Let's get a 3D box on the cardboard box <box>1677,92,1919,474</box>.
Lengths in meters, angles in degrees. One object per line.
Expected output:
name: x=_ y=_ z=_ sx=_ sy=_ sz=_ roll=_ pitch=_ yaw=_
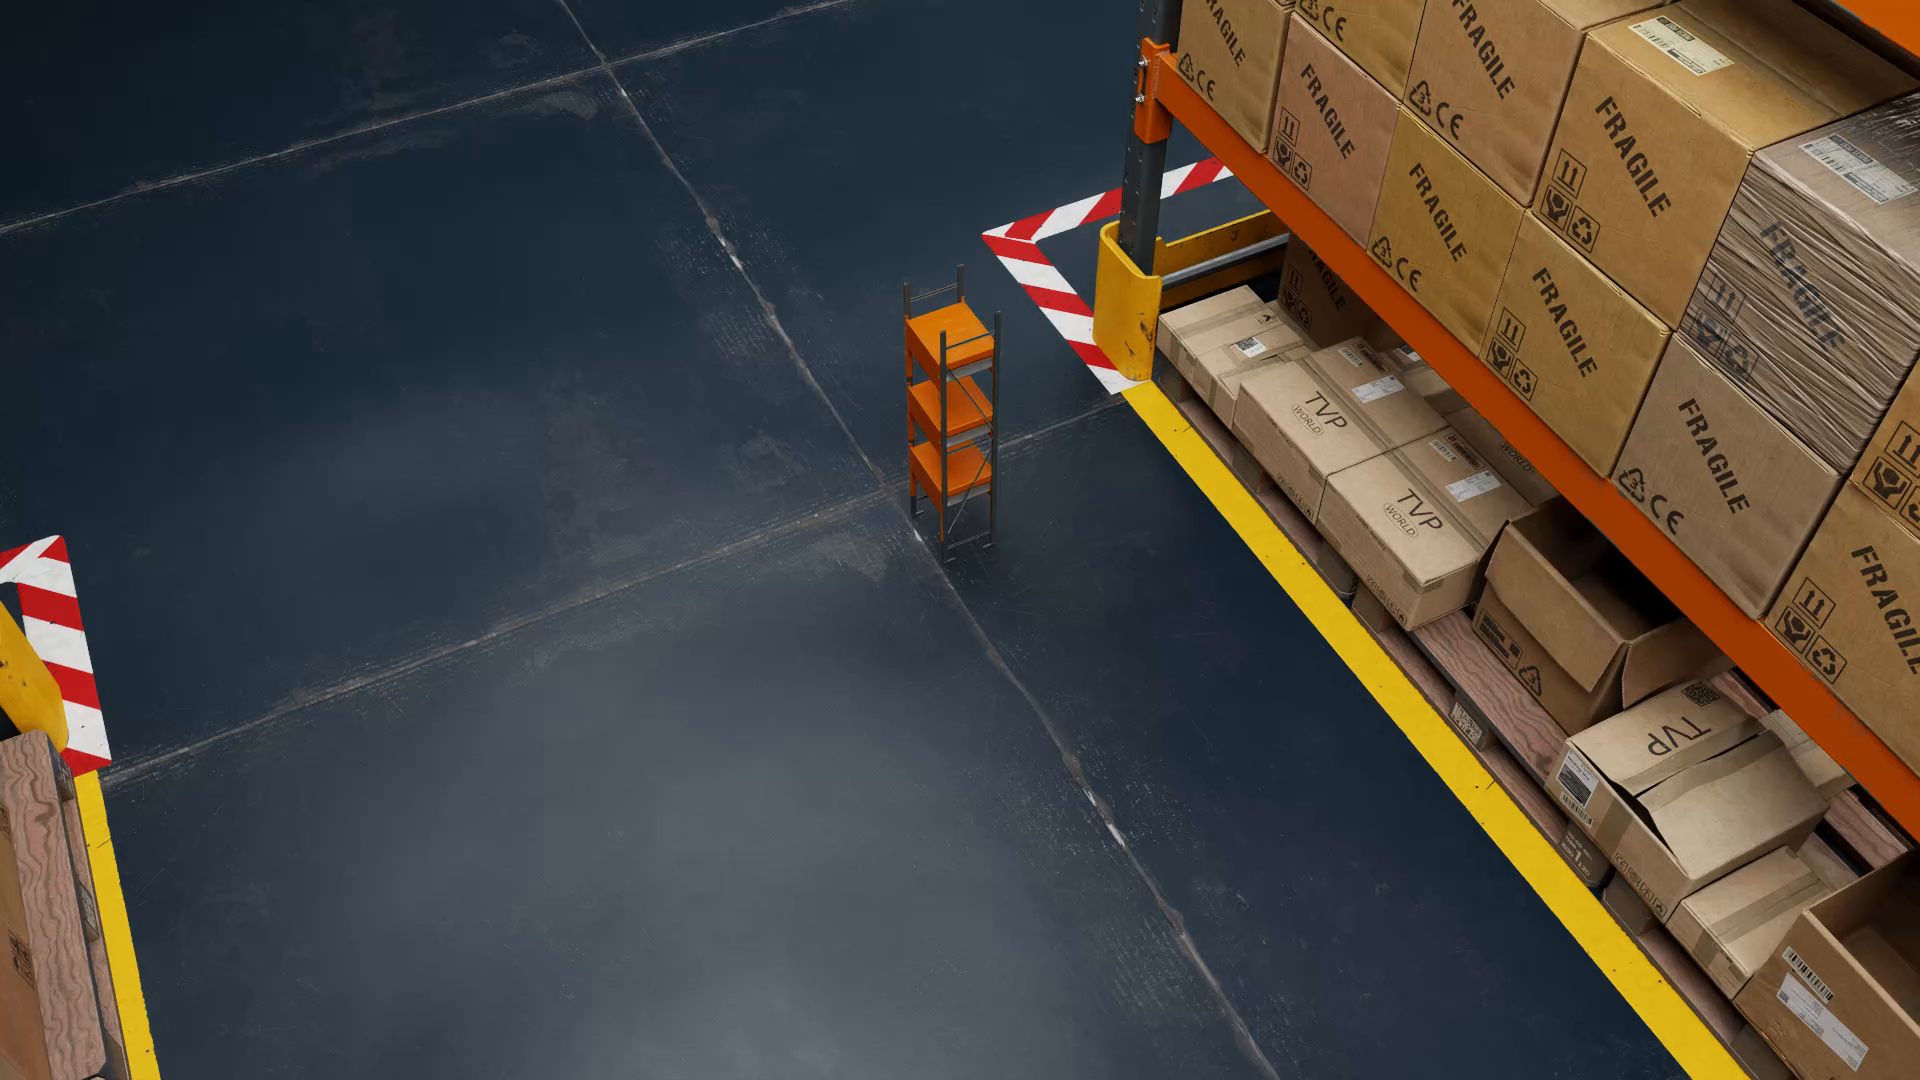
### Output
cardboard box: x=1.953 y=-0.548 z=3.506 sx=0.500 sy=0.500 sz=0.500 roll=-21 pitch=52 yaw=-17

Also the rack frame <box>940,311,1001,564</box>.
rack frame: x=0.031 y=-0.300 z=5.315 sx=0.200 sy=1.050 sz=0.008 roll=-21 pitch=52 yaw=-18

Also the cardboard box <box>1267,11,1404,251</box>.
cardboard box: x=1.261 y=-1.236 z=4.772 sx=0.500 sy=0.500 sz=0.500 roll=-22 pitch=52 yaw=-18

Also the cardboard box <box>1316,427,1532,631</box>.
cardboard box: x=1.506 y=-0.043 z=5.329 sx=0.500 sy=0.250 sz=0.500 roll=-21 pitch=52 yaw=-18

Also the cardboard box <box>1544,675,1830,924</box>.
cardboard box: x=2.026 y=0.697 z=4.641 sx=0.500 sy=0.311 sz=0.500 roll=-21 pitch=52 yaw=-18

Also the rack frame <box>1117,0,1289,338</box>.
rack frame: x=1.052 y=-1.935 z=5.449 sx=1.000 sy=3.000 sz=0.127 roll=-21 pitch=52 yaw=-18

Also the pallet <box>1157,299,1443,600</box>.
pallet: x=1.452 y=-0.432 z=5.988 sx=1.003 sy=0.211 sz=1.213 roll=-21 pitch=52 yaw=-18

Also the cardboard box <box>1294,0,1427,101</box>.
cardboard box: x=1.267 y=-1.562 z=4.392 sx=0.500 sy=0.500 sz=0.500 roll=-21 pitch=52 yaw=-17

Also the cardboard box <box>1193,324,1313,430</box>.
cardboard box: x=1.052 y=-0.581 z=5.855 sx=0.380 sy=0.166 sz=0.250 roll=-21 pitch=52 yaw=-18

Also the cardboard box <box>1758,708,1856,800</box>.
cardboard box: x=2.478 y=0.600 z=4.823 sx=0.380 sy=0.166 sz=0.250 roll=-21 pitch=52 yaw=-18

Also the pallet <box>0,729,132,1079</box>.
pallet: x=-2.915 y=1.200 z=4.560 sx=1.003 sy=0.211 sz=1.213 roll=-21 pitch=52 yaw=-18

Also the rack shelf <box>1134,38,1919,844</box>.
rack shelf: x=1.967 y=-0.359 z=4.549 sx=1.077 sy=0.370 sz=4.000 roll=-21 pitch=52 yaw=-18

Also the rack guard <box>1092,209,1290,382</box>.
rack guard: x=1.087 y=-1.061 z=6.346 sx=1.175 sy=0.500 sz=0.348 roll=-21 pitch=52 yaw=-18

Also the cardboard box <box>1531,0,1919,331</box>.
cardboard box: x=1.724 y=-0.885 z=3.801 sx=0.500 sy=0.500 sz=0.500 roll=-22 pitch=52 yaw=-18

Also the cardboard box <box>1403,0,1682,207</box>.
cardboard box: x=1.491 y=-1.225 z=4.098 sx=0.500 sy=0.500 sz=0.500 roll=-21 pitch=52 yaw=-17

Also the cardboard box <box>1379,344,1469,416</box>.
cardboard box: x=1.625 y=-0.565 z=5.842 sx=0.380 sy=0.166 sz=0.250 roll=-21 pitch=52 yaw=-18

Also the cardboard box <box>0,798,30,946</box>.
cardboard box: x=-2.942 y=0.893 z=4.358 sx=0.700 sy=0.500 sz=0.500 roll=-21 pitch=52 yaw=-18

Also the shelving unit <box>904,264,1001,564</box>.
shelving unit: x=-0.024 y=-0.381 z=5.386 sx=0.215 sy=1.050 sz=0.252 roll=-21 pitch=52 yaw=-18

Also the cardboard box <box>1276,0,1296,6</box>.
cardboard box: x=1.021 y=-1.909 z=4.696 sx=0.500 sy=0.500 sz=0.500 roll=-20 pitch=52 yaw=-16

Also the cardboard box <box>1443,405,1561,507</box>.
cardboard box: x=1.928 y=-0.249 z=5.509 sx=0.500 sy=0.250 sz=0.500 roll=-21 pitch=52 yaw=-18

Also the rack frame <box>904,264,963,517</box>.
rack frame: x=-0.080 y=-0.463 z=5.458 sx=0.200 sy=1.050 sz=0.008 roll=-21 pitch=52 yaw=-18

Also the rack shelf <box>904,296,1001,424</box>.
rack shelf: x=-0.024 y=-0.561 z=5.181 sx=0.215 sy=0.259 sz=0.240 roll=-21 pitch=52 yaw=-18

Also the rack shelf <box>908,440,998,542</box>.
rack shelf: x=-0.024 y=-0.192 z=5.603 sx=0.215 sy=0.259 sz=0.240 roll=-21 pitch=52 yaw=-18

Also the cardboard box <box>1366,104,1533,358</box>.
cardboard box: x=1.488 y=-0.899 z=4.477 sx=0.500 sy=0.500 sz=0.500 roll=-21 pitch=52 yaw=-18

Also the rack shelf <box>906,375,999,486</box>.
rack shelf: x=-0.024 y=-0.374 z=5.394 sx=0.215 sy=0.259 sz=0.240 roll=-21 pitch=52 yaw=-18

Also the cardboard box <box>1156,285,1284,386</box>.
cardboard box: x=0.938 y=-0.742 z=6.008 sx=0.380 sy=0.149 sz=0.250 roll=-21 pitch=52 yaw=-18
